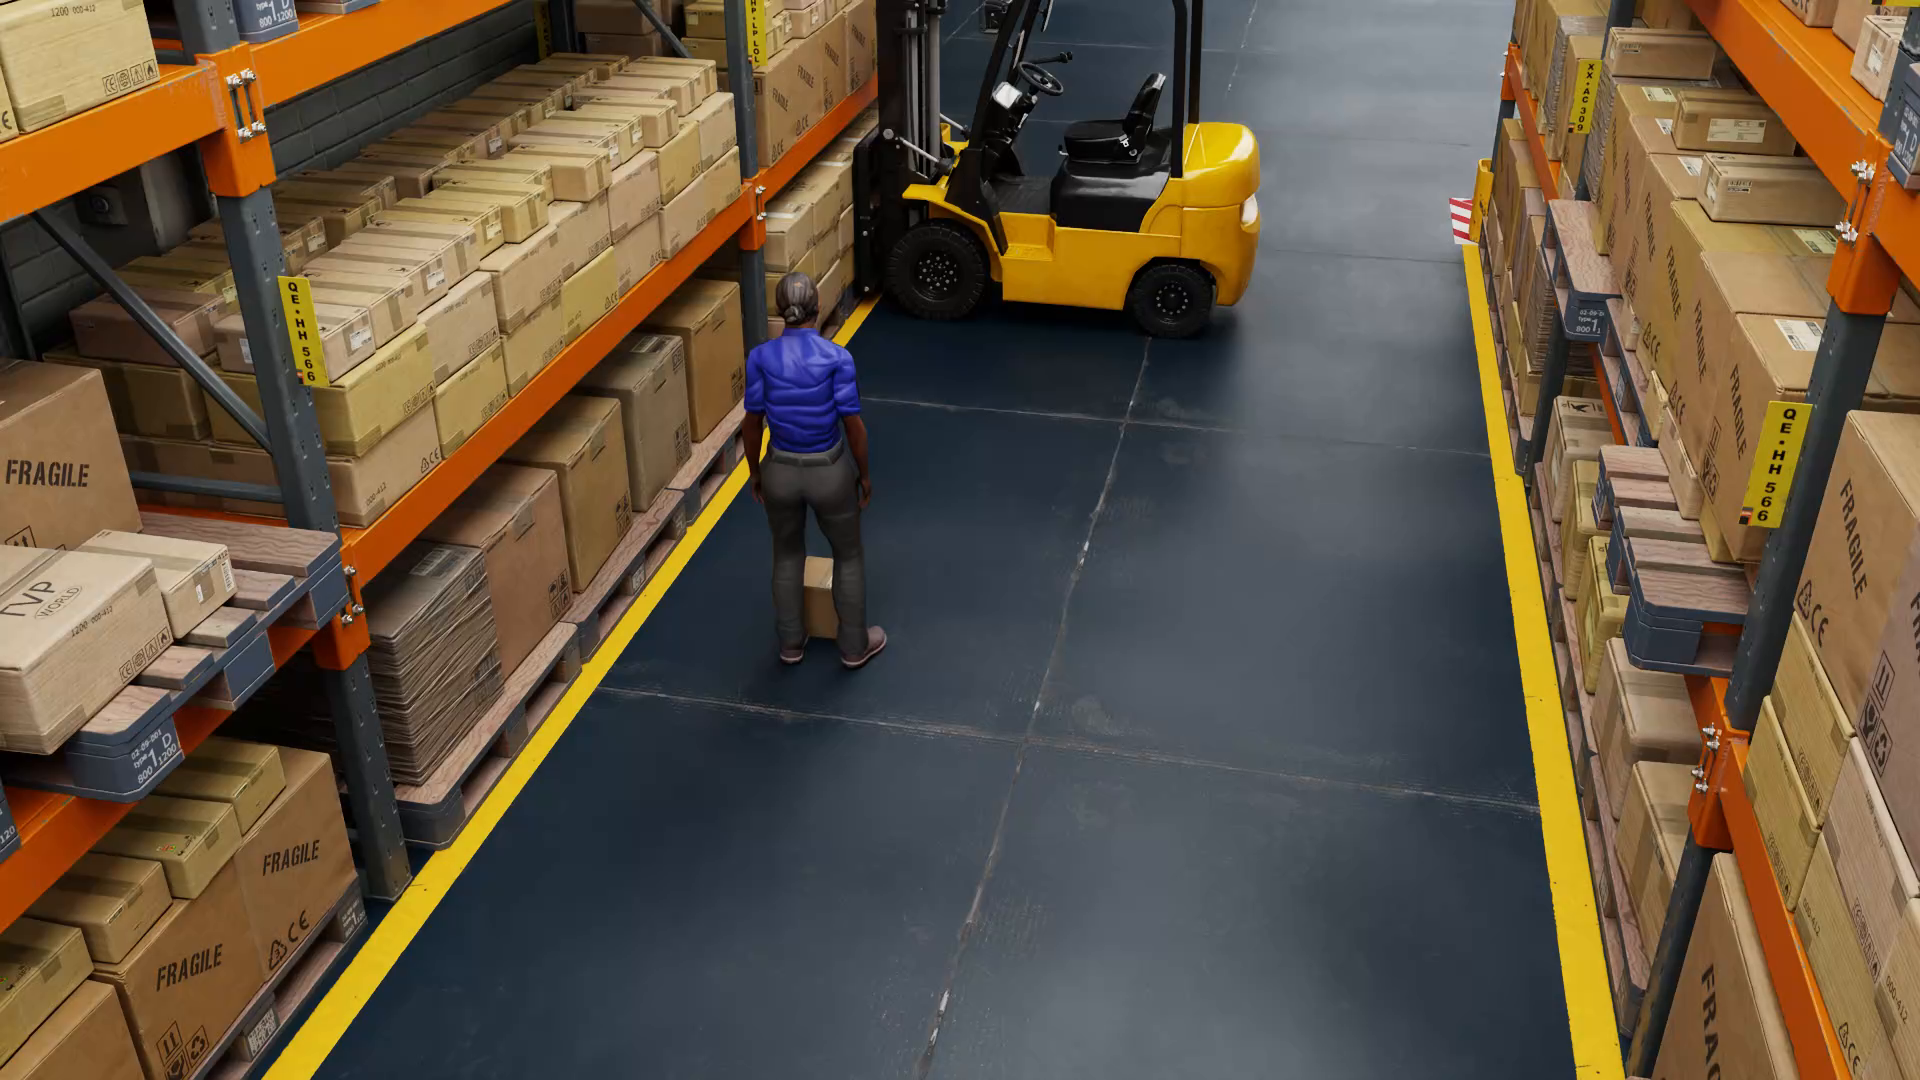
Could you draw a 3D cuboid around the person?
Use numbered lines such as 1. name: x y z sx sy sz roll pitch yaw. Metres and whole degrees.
1. person: -0.568 -0.250 6.583 0.505 1.654 0.353 5 29 9
